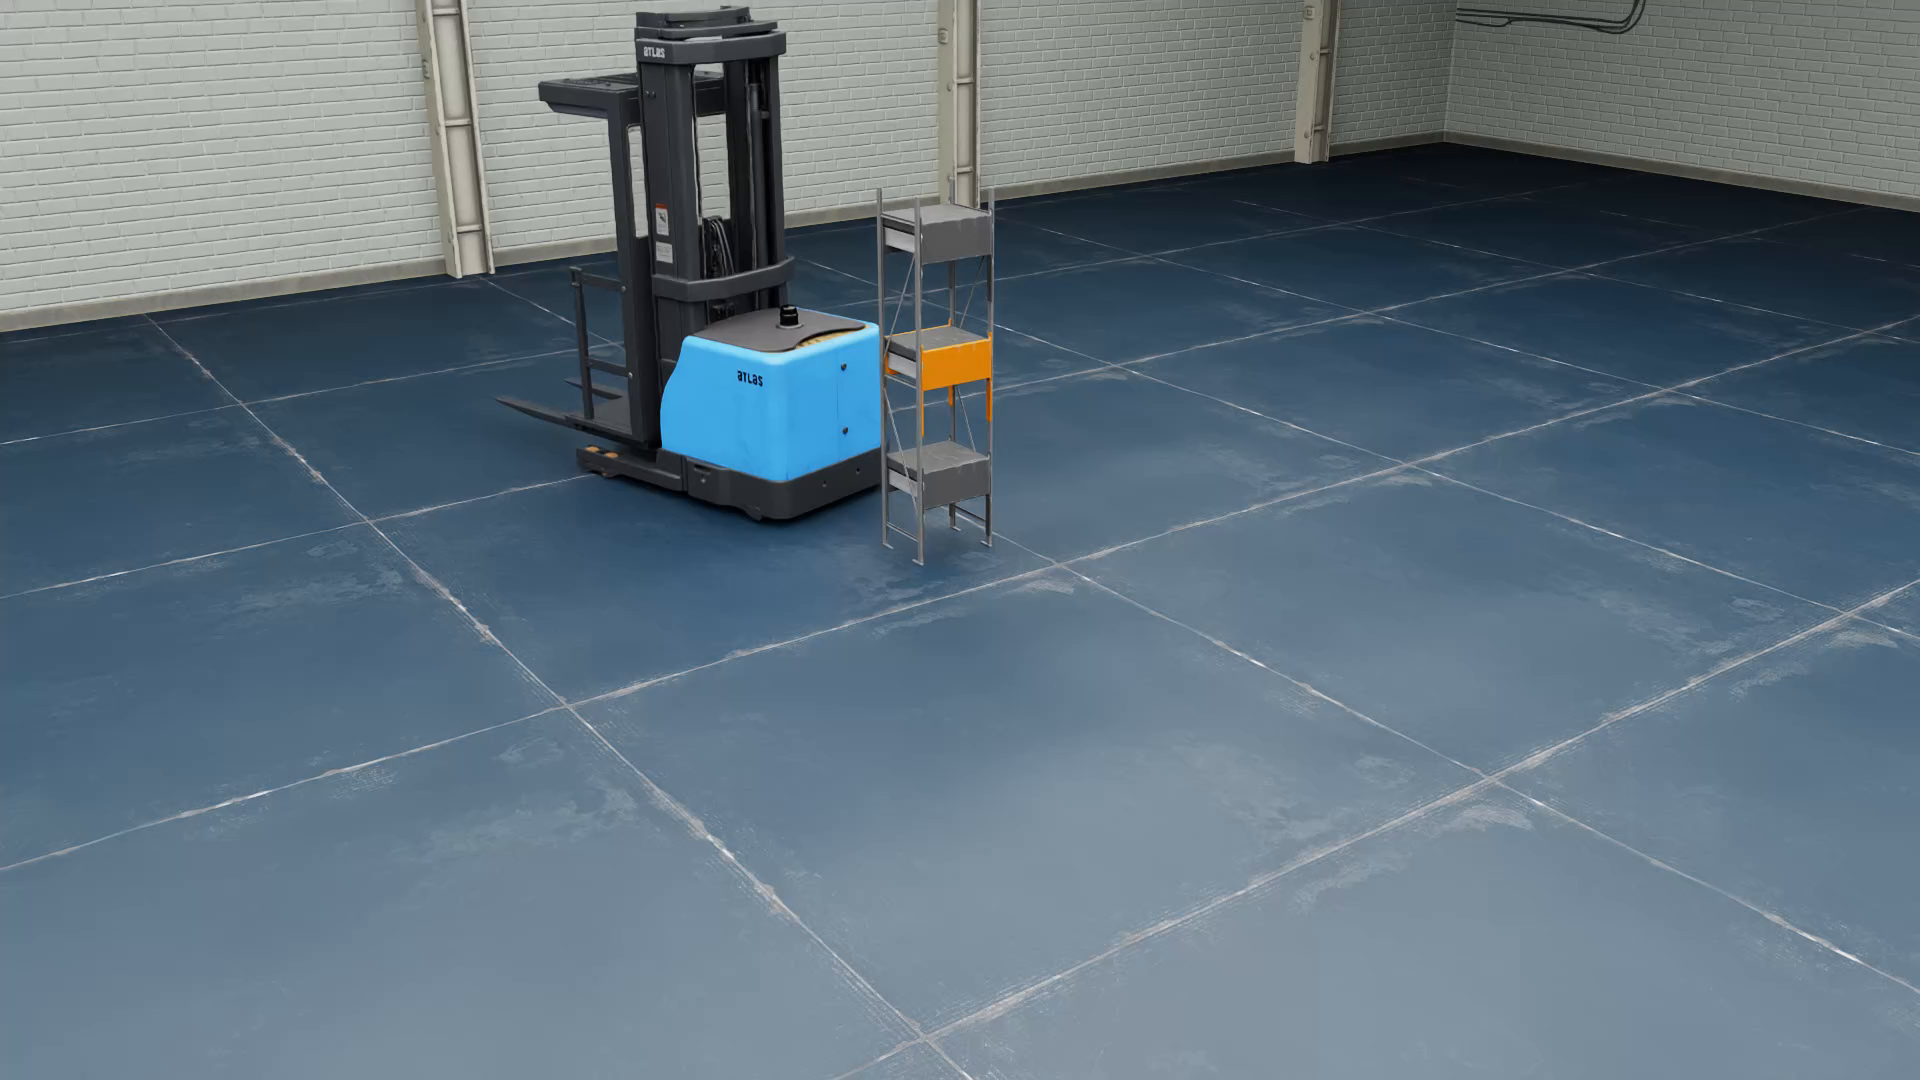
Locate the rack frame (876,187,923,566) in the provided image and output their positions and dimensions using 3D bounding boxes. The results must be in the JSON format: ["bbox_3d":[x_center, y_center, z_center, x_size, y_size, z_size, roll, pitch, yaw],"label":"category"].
[{"bbox_3d":[-0.332,-0.887,9.285,0.015,2.100,0.400,-15,26,-33],"label":"rack frame"}]

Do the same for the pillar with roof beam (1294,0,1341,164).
[{"bbox_3d":[7.379,-8.143,18.162,0.400,9.000,9.100,-15,26,-33],"label":"pillar with roof beam"}]

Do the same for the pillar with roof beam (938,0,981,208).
[{"bbox_3d":[2.509,-6.845,14.908,0.400,9.000,9.100,-15,26,-33],"label":"pillar with roof beam"}]

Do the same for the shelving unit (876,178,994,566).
[{"bbox_3d":[-0.134,-0.939,9.417,0.503,2.100,0.431,-15,26,-33],"label":"shelving unit"}]

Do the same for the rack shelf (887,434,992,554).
[{"bbox_3d":[-0.134,-0.277,9.682,0.480,0.518,0.431,-15,26,-33],"label":"rack shelf"}]

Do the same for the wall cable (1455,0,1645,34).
[{"bbox_3d":[8.029,-8.236,22.585,0.112,2.526,3.097,-15,26,-33],"label":"wall cable"}]

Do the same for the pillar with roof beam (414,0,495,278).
[{"bbox_3d":[-2.362,-5.546,11.653,0.400,9.000,9.100,-15,26,-33],"label":"pillar with roof beam"}]

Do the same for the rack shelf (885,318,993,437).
[{"bbox_3d":[-0.134,-0.927,9.422,0.480,0.518,0.431,-15,26,-33],"label":"rack shelf"}]

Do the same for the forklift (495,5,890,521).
[{"bbox_3d":[-1.917,-1.905,10.716,3.031,2.935,1.130,17,27,36],"label":"forklift"}]

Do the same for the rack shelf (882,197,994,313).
[{"bbox_3d":[-0.134,-1.577,9.163,0.480,0.518,0.431,-15,26,-33],"label":"rack shelf"}]

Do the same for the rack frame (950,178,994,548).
[{"bbox_3d":[0.064,-0.992,9.550,0.015,2.100,0.400,-15,26,-33],"label":"rack frame"}]
